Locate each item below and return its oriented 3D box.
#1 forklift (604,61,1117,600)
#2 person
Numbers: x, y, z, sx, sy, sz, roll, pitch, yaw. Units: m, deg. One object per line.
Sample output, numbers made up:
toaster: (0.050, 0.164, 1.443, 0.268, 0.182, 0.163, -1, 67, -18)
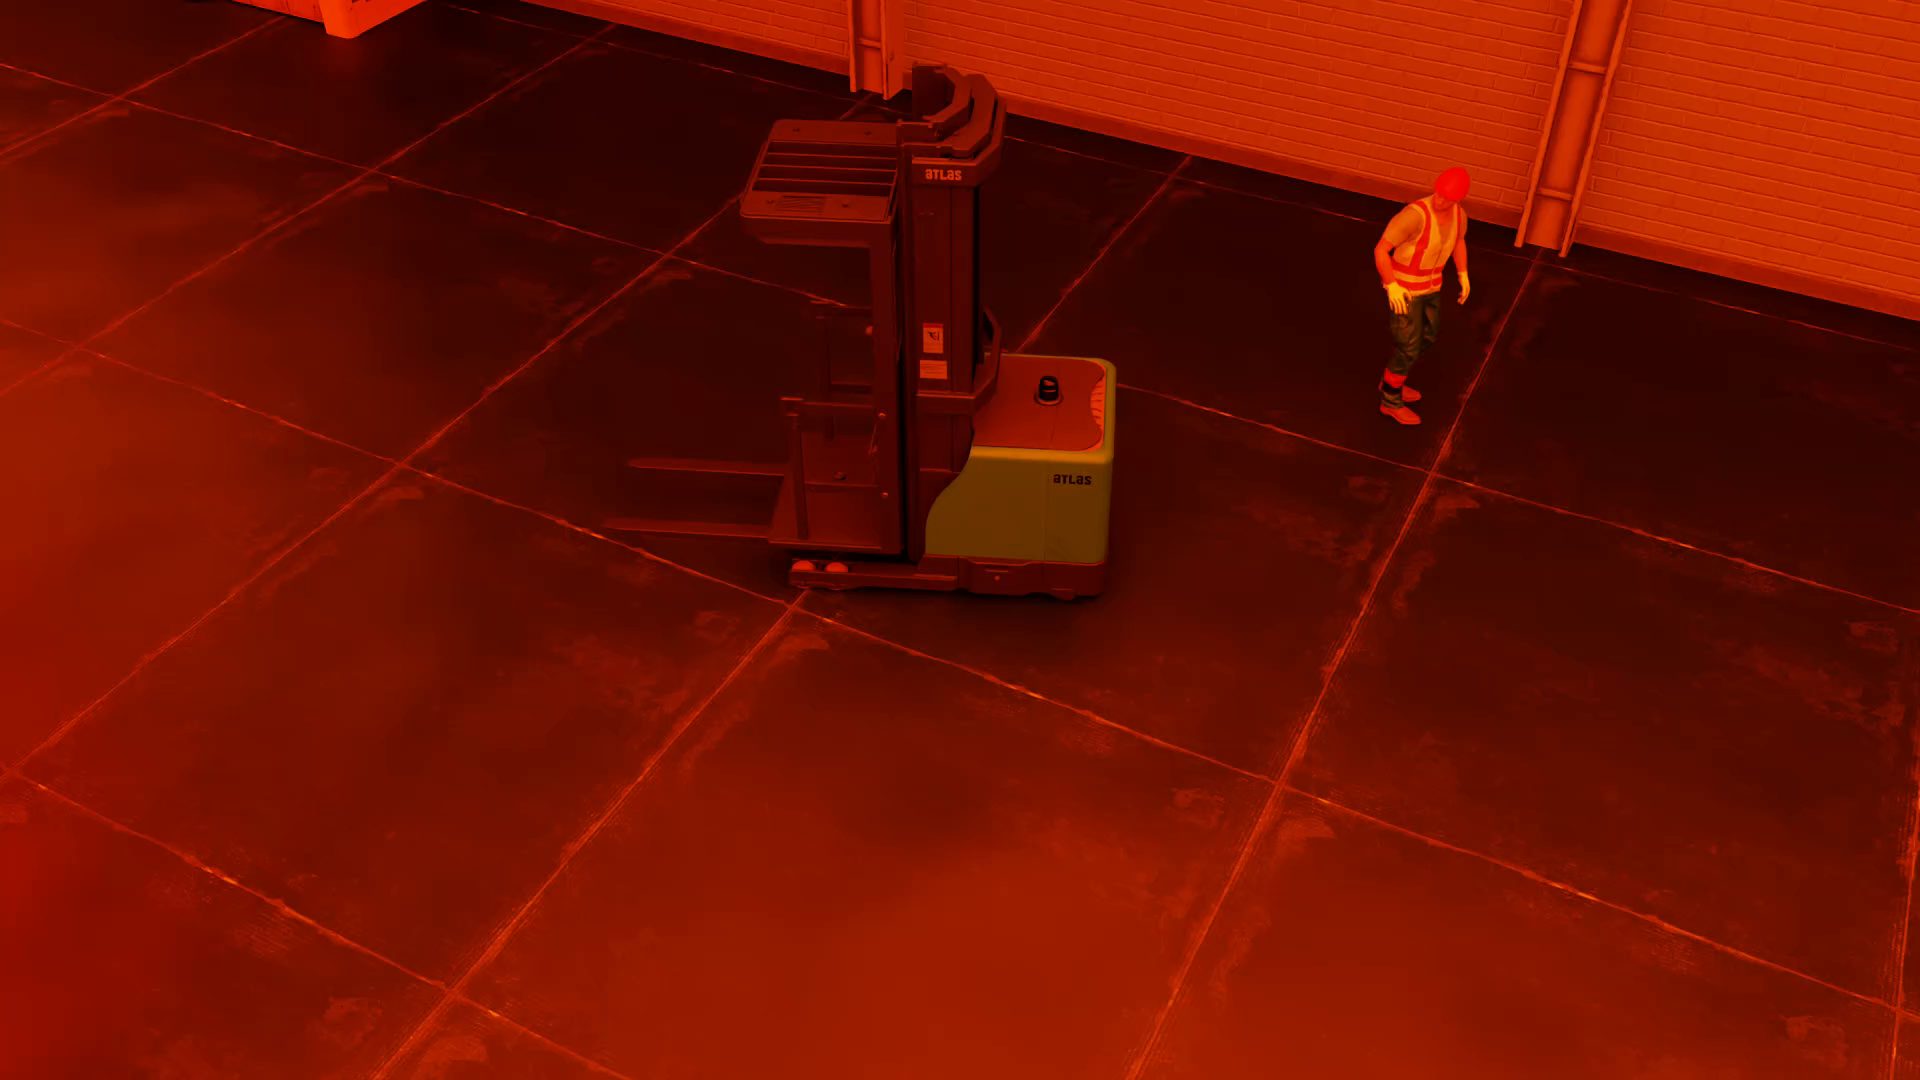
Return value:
forklift: (-0.606, -1.157, 9.360, 3.031, 2.935, 1.130, 3, 40, 4)
person: (3.035, -1.610, 10.814, 0.745, 1.754, 0.506, -27, 47, -28)
